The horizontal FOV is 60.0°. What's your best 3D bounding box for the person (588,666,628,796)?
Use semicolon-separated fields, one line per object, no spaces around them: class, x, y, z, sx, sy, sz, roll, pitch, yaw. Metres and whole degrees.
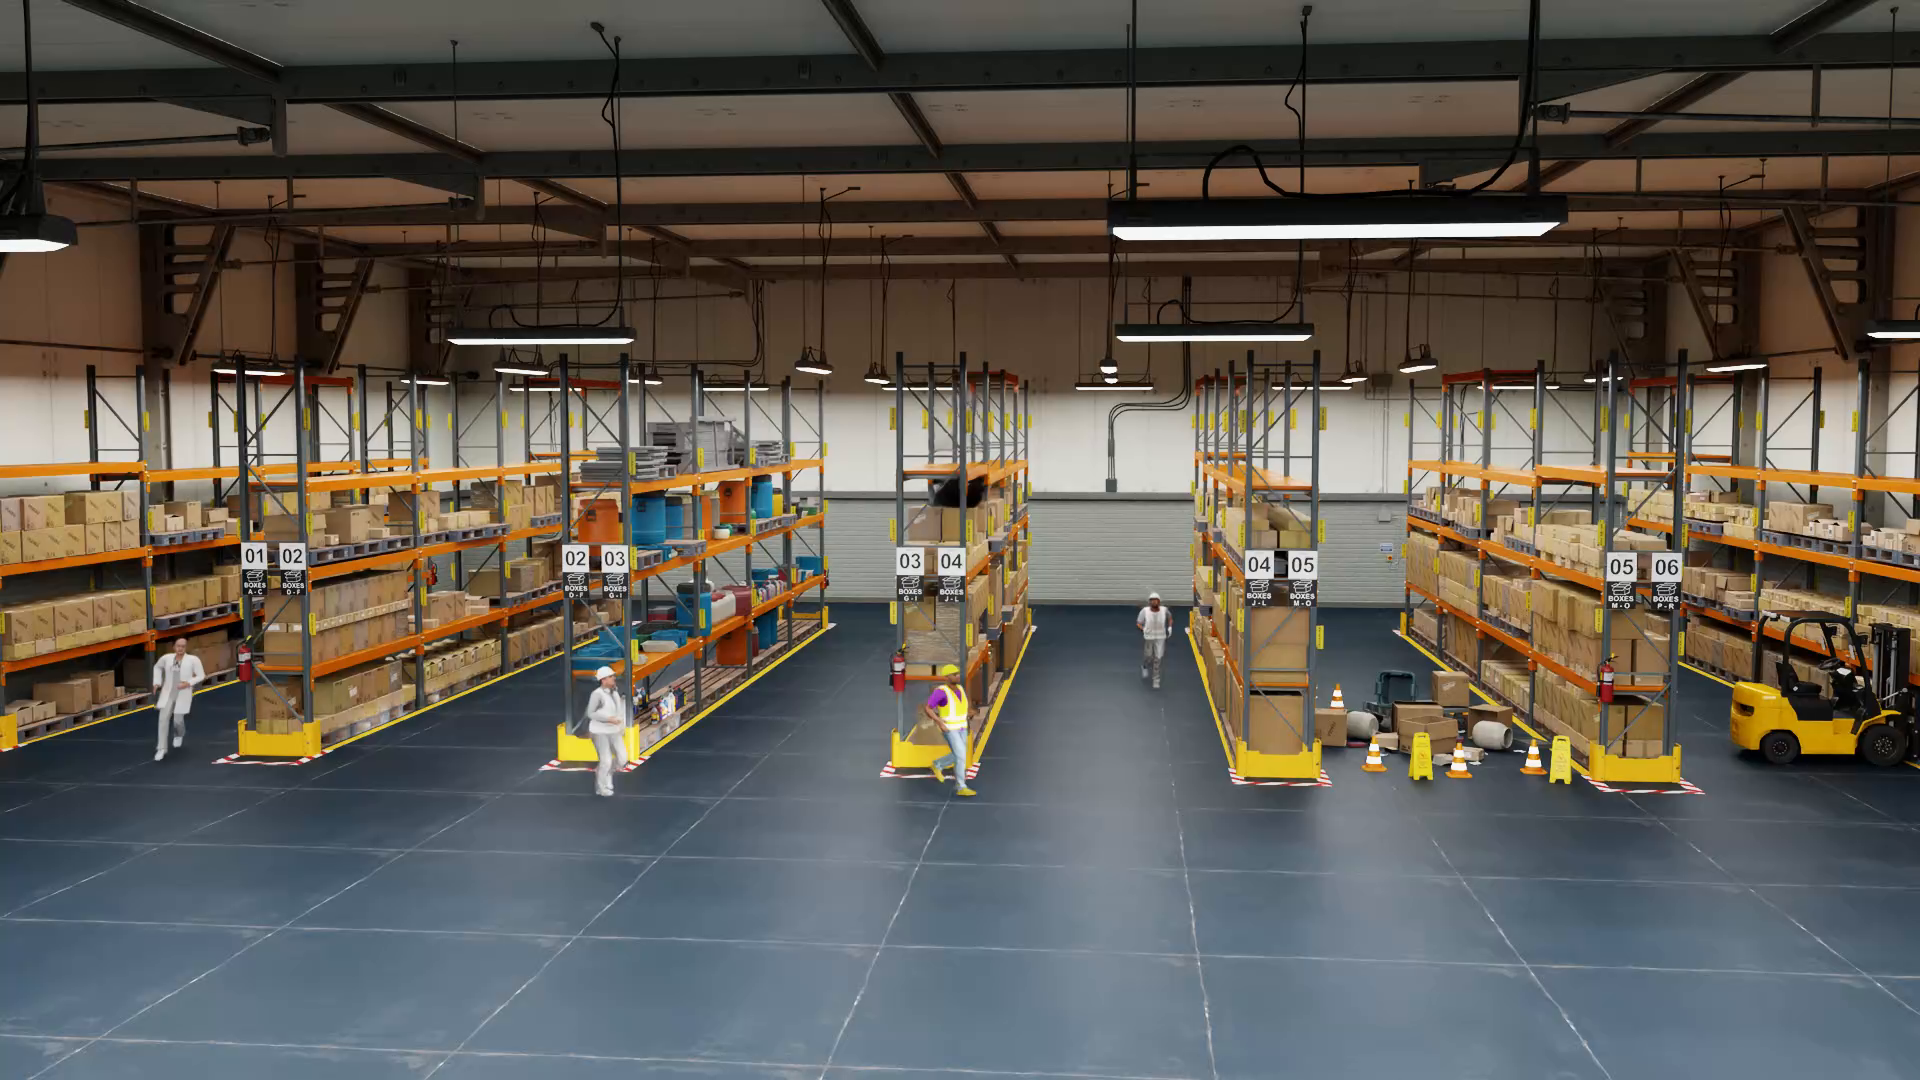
person;-4.674;2.554;22.173;0.586;1.738;0.642;2;5;29

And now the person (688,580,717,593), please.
person;-5.838;1.499;37.458;0.686;1.703;0.752;1;4;7

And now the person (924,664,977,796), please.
person;-0.100;2.543;22.390;0.827;1.741;0.715;3;5;38

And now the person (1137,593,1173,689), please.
person;3.694;1.884;31.525;0.691;1.782;0.930;0;4;2

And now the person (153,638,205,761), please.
person;-11.762;2.359;25.036;0.747;1.771;0.970;-1;4;-13
